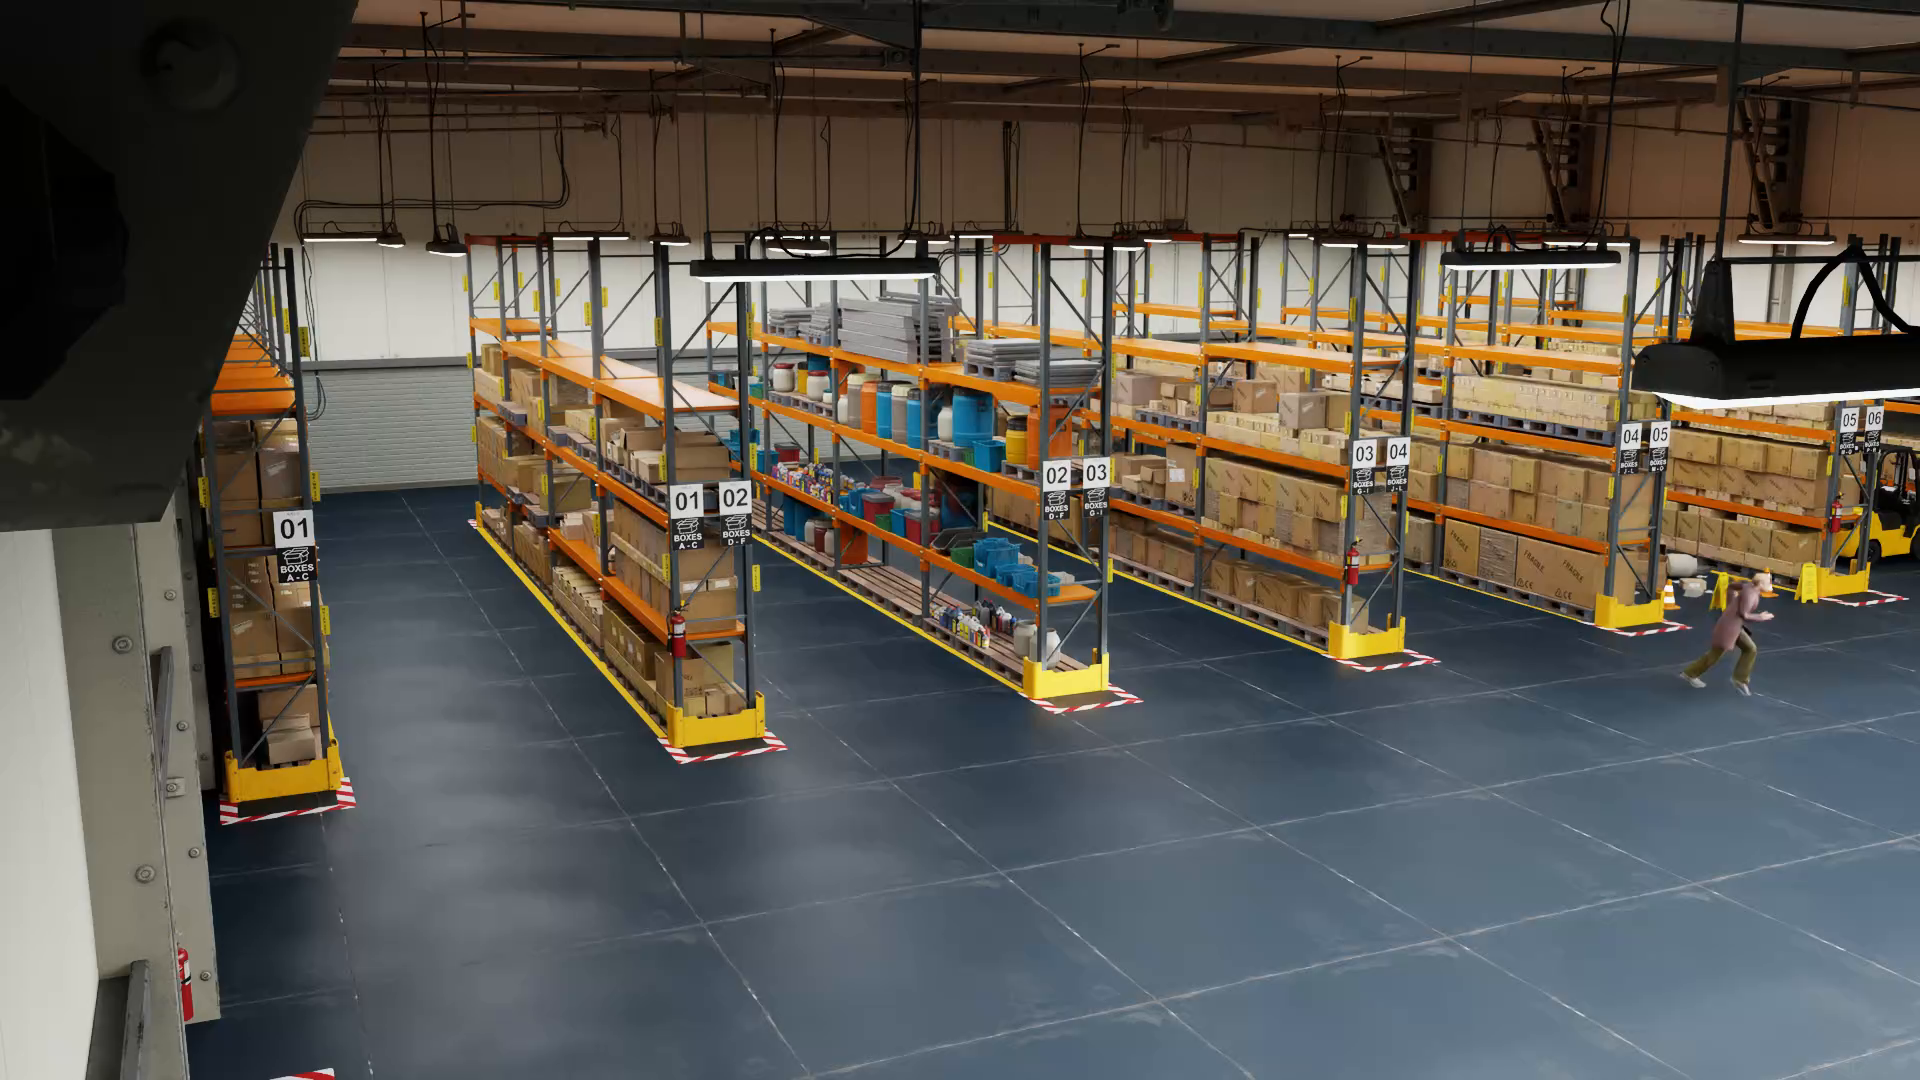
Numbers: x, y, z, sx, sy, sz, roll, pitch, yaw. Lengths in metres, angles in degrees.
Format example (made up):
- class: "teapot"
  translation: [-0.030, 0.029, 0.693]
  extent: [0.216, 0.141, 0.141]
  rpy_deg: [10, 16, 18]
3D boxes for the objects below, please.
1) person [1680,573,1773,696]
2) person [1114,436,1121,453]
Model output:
- class: "person"
  translation: [10.326, 1.260, 22.384]
  extent: [1.072, 1.737, 0.751]
  rpy_deg: [5, 12, 24]
- class: "person"
  translation: [3.798, -2.436, 41.490]
  extent: [0.788, 1.655, 0.594]
  rpy_deg: [-1, 11, -7]
